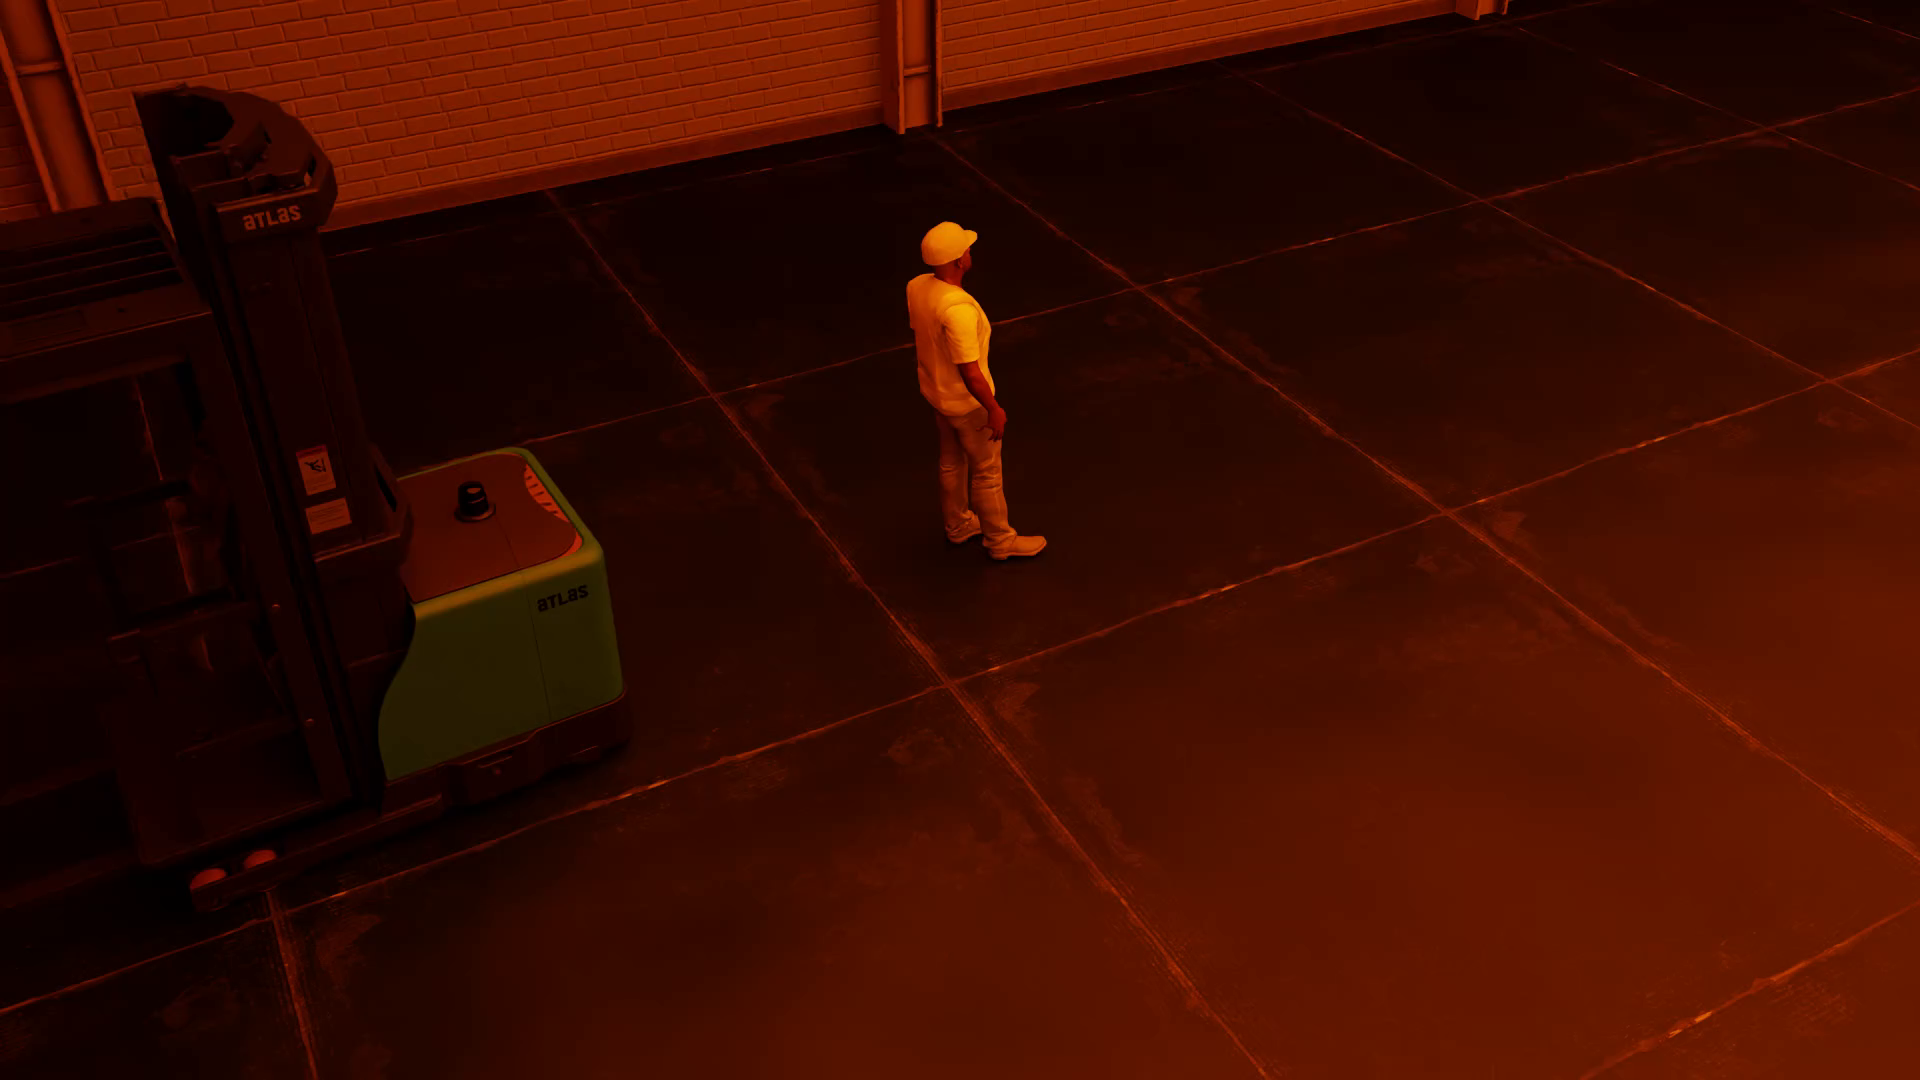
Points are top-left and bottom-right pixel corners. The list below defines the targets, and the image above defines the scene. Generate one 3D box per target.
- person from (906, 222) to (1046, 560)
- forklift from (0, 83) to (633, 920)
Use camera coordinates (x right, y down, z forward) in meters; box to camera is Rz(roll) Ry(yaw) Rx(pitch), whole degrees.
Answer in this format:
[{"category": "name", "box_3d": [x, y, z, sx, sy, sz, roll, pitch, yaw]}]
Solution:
[{"category": "person", "box_3d": [0.064, -0.743, 8.172, 0.575, 1.768, 0.666, -17, 39, -23]}, {"category": "forklift", "box_3d": [-2.971, -0.080, 6.236, 3.031, 2.935, 1.130, -19, 40, -25]}]
